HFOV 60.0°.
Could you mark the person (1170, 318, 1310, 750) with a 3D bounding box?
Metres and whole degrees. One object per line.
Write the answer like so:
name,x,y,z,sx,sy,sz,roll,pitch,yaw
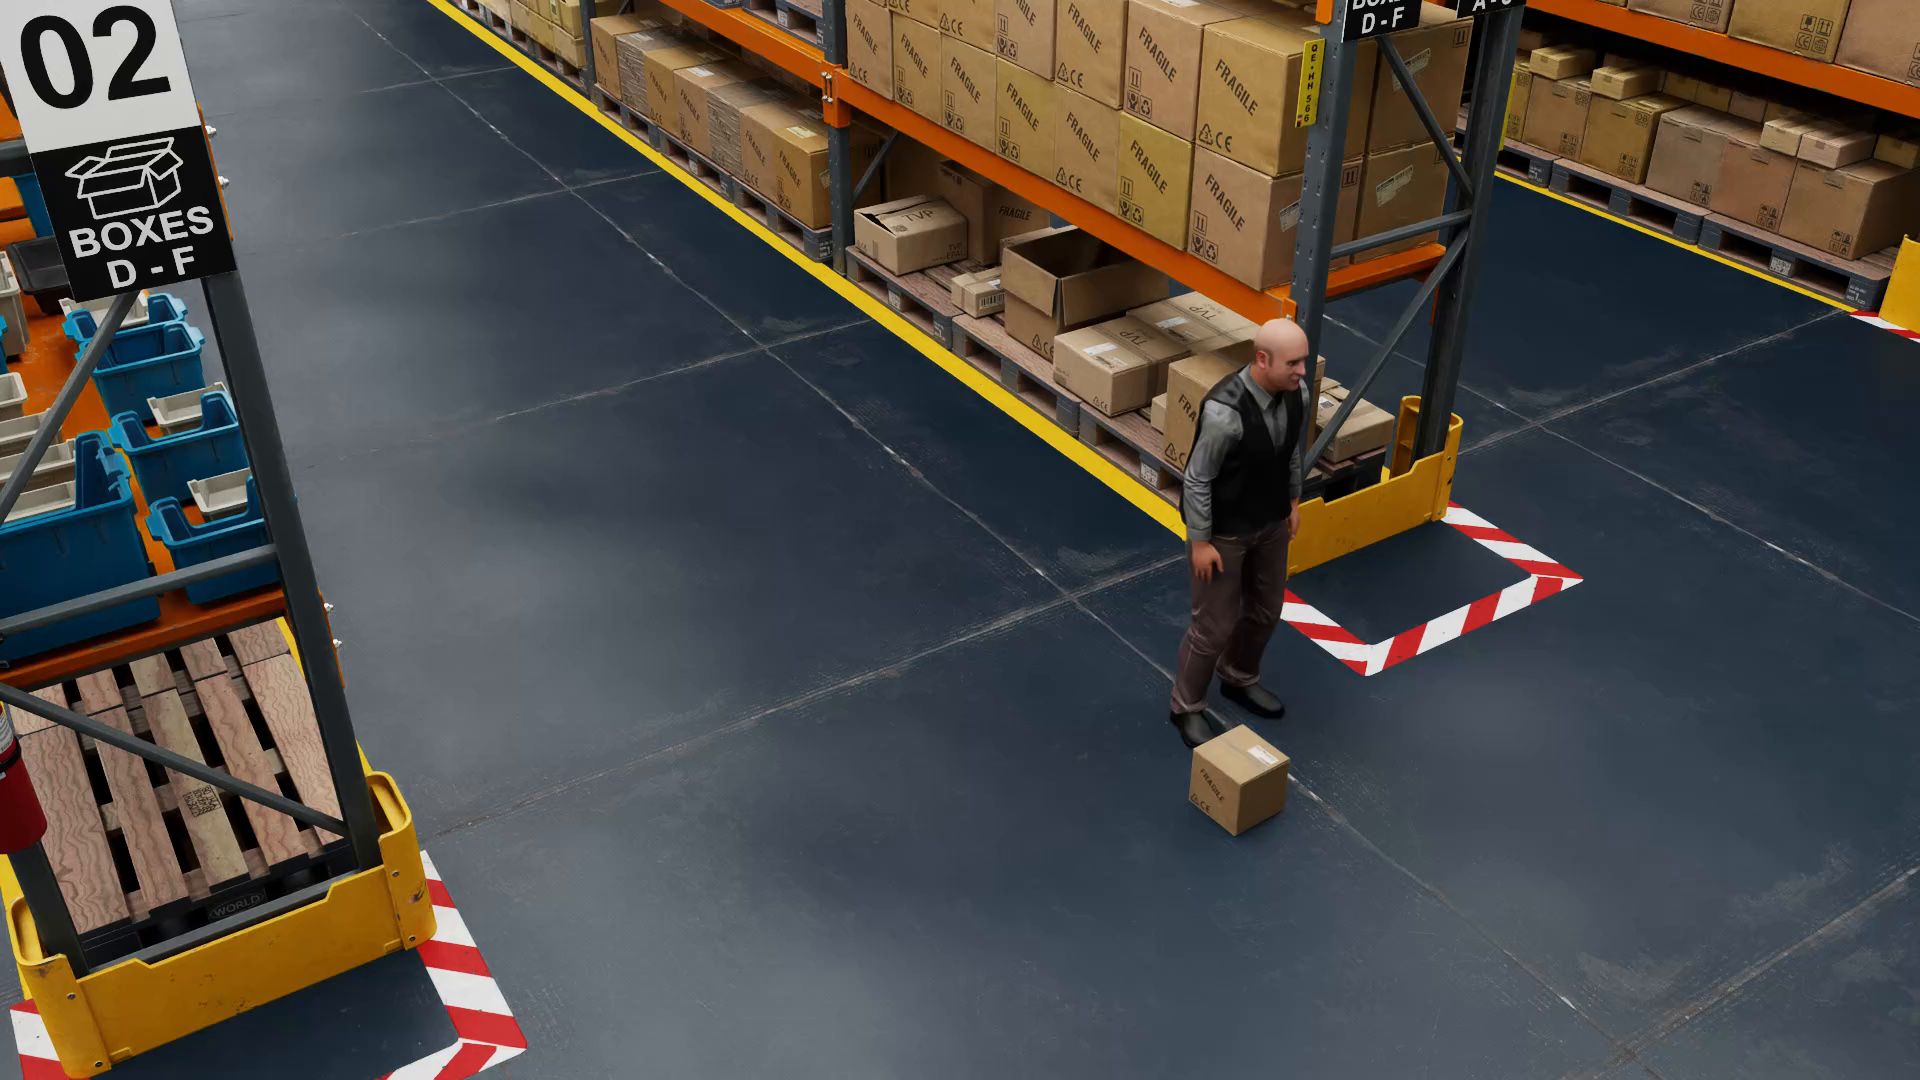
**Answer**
person,1.050,-0.055,6.248,0.587,1.720,0.423,-23,39,-32
